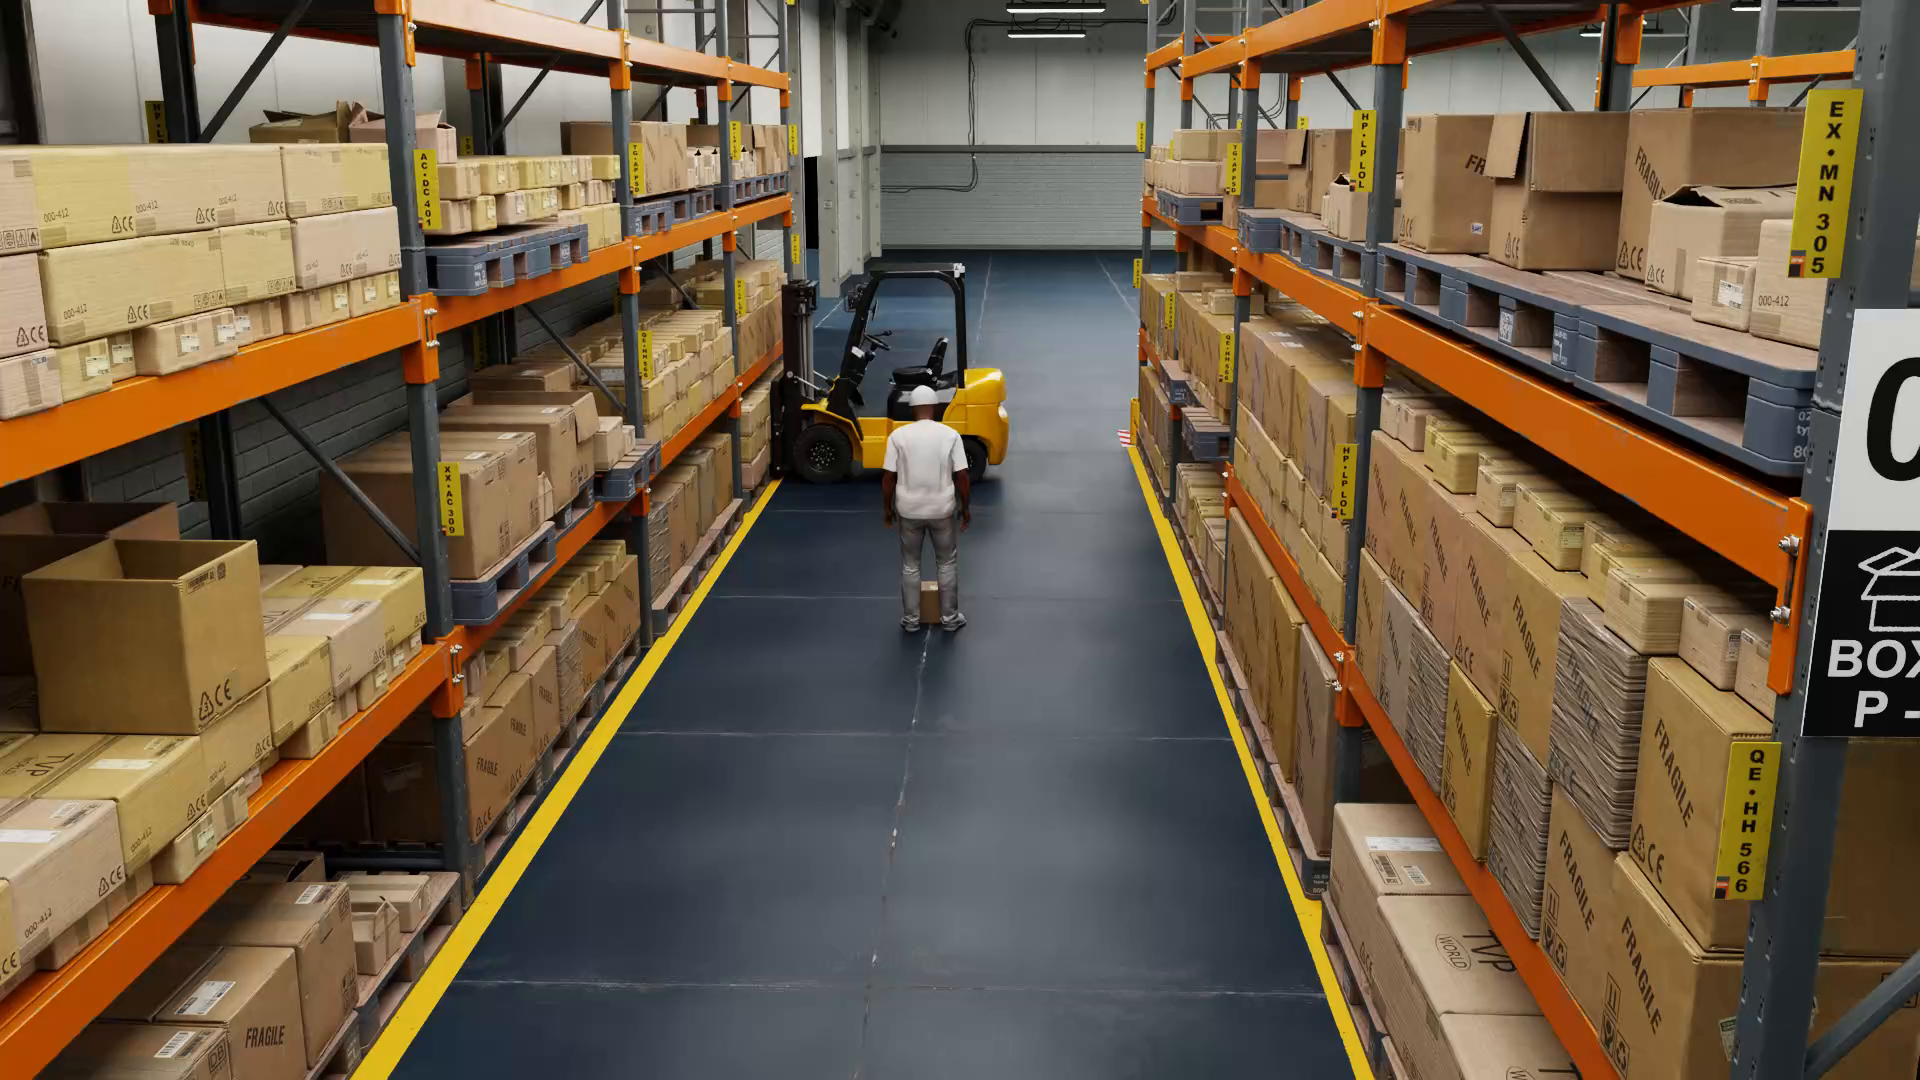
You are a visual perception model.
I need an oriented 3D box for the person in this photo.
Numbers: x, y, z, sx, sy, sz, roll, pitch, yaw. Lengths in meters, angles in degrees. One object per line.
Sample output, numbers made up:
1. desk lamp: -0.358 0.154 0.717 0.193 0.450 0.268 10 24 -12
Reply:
1. person: -0.238 -0.221 11.857 0.626 1.761 0.459 0 14 1
